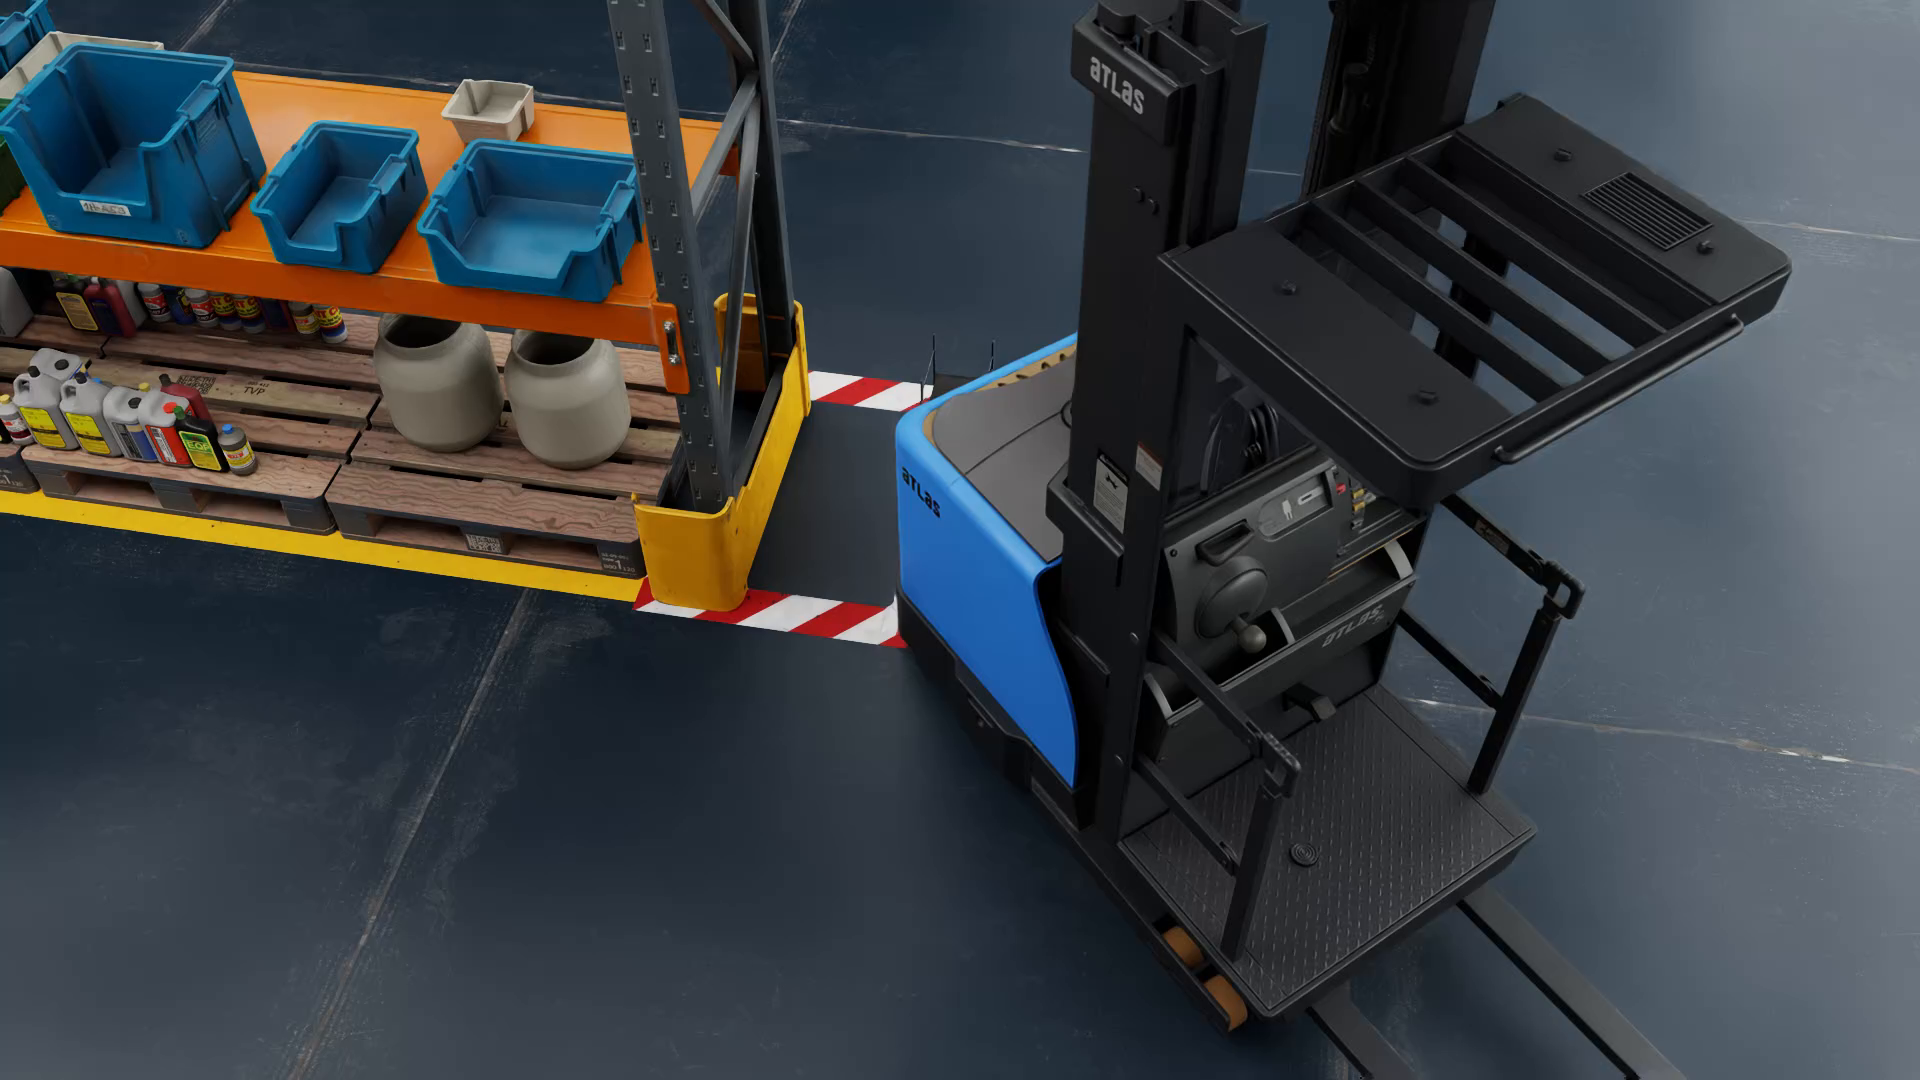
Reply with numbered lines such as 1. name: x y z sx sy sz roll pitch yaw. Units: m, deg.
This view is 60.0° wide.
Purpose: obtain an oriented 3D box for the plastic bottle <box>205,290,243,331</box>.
1. plastic bottle: -2.948 -0.971 6.644 0.097 0.271 0.097 0 48 0

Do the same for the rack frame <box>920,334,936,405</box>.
1. rack frame: -0.108 -0.315 5.928 0.006 0.900 0.240 8 49 7

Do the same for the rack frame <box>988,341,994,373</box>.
1. rack frame: 0.092 -0.288 5.904 0.006 0.900 0.240 8 49 7

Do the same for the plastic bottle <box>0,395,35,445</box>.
1. plastic bottle: -3.539 -0.460 6.232 0.097 0.201 0.097 0 48 0

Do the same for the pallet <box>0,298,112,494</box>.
1. pallet: -4.066 -0.687 6.725 1.213 0.211 1.003 8 49 7

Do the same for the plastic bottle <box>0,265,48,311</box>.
1. plastic bottle: -3.845 -1.100 6.707 0.185 0.351 0.144 5 48 5

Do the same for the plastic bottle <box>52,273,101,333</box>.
1. plastic bottle: -3.521 -0.957 6.623 0.133 0.283 0.061 8 49 7

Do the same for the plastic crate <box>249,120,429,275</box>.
1. plastic crate: -1.967 -1.097 5.319 0.408 0.251 0.499 8 49 7

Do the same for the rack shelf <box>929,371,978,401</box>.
1. rack shelf: -0.008 -0.460 5.740 0.200 0.077 0.258 8 49 7

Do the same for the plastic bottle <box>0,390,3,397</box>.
1. plastic bottle: -3.662 -0.546 6.262 0.097 0.271 0.097 0 48 0

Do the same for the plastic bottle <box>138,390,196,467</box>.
1. plastic bottle: -2.911 -0.421 6.147 0.135 0.276 0.152 8 49 7

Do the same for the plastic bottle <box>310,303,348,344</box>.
1. plastic bottle: -2.512 -0.912 6.591 0.097 0.271 0.097 0 48 0

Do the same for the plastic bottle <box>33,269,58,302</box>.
1. plastic bottle: -3.678 -1.087 6.740 0.133 0.283 0.061 11 49 9

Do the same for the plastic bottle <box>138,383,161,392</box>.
1. plastic bottle: -3.044 -0.508 6.276 0.097 0.201 0.097 0 48 0

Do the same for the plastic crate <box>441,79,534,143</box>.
1. plastic crate: -1.607 -1.475 5.736 0.250 0.136 0.298 8 49 7

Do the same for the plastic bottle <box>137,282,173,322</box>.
1. plastic bottle: -3.247 -0.988 6.706 0.097 0.201 0.097 0 48 0

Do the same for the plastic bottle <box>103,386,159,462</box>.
1. plastic bottle: -3.048 -0.440 6.164 0.135 0.276 0.152 6 48 6

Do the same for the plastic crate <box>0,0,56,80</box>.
1. plastic crate: -3.582 -1.741 5.898 0.616 0.251 0.499 8 49 7

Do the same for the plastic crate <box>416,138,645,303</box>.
1. plastic crate: -1.329 -1.007 5.238 0.616 0.251 0.499 8 49 7

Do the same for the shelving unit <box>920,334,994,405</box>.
1. shelving unit: -0.008 -0.302 5.916 0.210 0.900 0.258 8 49 7

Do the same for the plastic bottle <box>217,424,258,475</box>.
1. plastic bottle: -2.668 -0.343 6.127 0.097 0.201 0.097 0 48 0

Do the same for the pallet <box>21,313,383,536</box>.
1. pallet: -2.862 -0.527 6.582 1.213 0.211 1.003 8 49 7

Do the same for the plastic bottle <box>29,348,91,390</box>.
1. plastic bottle: -3.393 -0.595 6.303 0.135 0.276 0.152 8 49 7

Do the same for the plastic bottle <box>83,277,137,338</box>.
1. plastic bottle: -3.387 -0.933 6.602 0.133 0.283 0.061 8 49 7

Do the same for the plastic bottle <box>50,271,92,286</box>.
1. plastic bottle: -3.528 -1.058 6.669 0.185 0.351 0.144 7 48 7

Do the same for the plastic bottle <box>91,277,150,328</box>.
1. plastic bottle: -3.368 -1.008 6.675 0.135 0.276 0.152 8 49 8

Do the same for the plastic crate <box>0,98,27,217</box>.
1. plastic crate: -3.434 -1.281 5.527 0.662 0.188 0.450 8 49 7

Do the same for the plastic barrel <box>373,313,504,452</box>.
1. plastic barrel: -1.938 -0.615 6.177 0.421 0.512 0.421 0 48 0

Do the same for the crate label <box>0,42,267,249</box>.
1. crate label: -2.642 -1.266 5.348 0.616 0.435 0.502 8 49 7

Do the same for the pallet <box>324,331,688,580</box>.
1. pallet: -1.665 -0.364 6.435 1.213 0.211 1.003 8 49 7

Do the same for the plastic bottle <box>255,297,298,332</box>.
1. plastic bottle: -2.731 -0.959 6.626 0.133 0.283 0.061 8 49 7

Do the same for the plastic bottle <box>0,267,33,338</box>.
1. plastic bottle: -3.847 -0.964 6.635 0.135 0.276 0.152 8 49 7

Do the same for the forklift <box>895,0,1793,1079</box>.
1. forklift: 1.026 0.062 4.224 1.130 2.935 3.031 -27 53 -22

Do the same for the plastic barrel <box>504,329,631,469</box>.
1. plastic barrel: -1.444 -0.549 6.117 0.421 0.512 0.421 0 48 0

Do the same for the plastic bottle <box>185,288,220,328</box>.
1. plastic bottle: -3.045 -0.960 6.682 0.097 0.201 0.097 0 48 0

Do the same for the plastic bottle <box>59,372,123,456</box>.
1. plastic bottle: -3.212 -0.484 6.153 0.185 0.351 0.144 9 49 8

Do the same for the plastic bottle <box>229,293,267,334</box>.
1. plastic bottle: -2.849 -0.957 6.632 0.097 0.271 0.097 0 48 0

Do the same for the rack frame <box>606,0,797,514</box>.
1. rack frame: -0.783 -1.209 5.320 0.127 3.000 1.000 8 49 7

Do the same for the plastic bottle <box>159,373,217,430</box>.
1. plastic bottle: -2.893 -0.502 6.215 0.133 0.283 0.061 8 49 7

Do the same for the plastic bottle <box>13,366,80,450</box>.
1. plastic bottle: -3.395 -0.508 6.175 0.185 0.351 0.144 7 48 7

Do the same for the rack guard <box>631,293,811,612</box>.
1. rack guard: -0.866 -0.349 6.228 0.348 0.500 1.175 8 49 7

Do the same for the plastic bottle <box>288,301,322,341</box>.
1. plastic bottle: -2.614 -0.902 6.630 0.097 0.201 0.097 0 48 0

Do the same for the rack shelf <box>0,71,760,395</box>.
1. rack shelf: -2.751 -1.233 5.825 4.000 0.370 1.077 8 49 7

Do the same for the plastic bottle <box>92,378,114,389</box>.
1. plastic bottle: -3.233 -0.528 6.293 0.097 0.201 0.097 0 48 0

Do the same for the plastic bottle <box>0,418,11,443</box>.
1. plastic bottle: -3.658 -0.490 6.204 0.133 0.283 0.061 10 49 9

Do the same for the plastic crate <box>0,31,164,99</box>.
1. plastic crate: -3.076 -1.621 5.867 0.437 0.136 0.530 8 49 7

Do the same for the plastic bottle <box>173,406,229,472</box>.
1. plastic bottle: -2.787 -0.372 6.098 0.133 0.283 0.061 9 49 8

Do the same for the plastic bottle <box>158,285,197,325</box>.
1. plastic bottle: -3.147 -0.998 6.668 0.097 0.271 0.097 0 48 0
